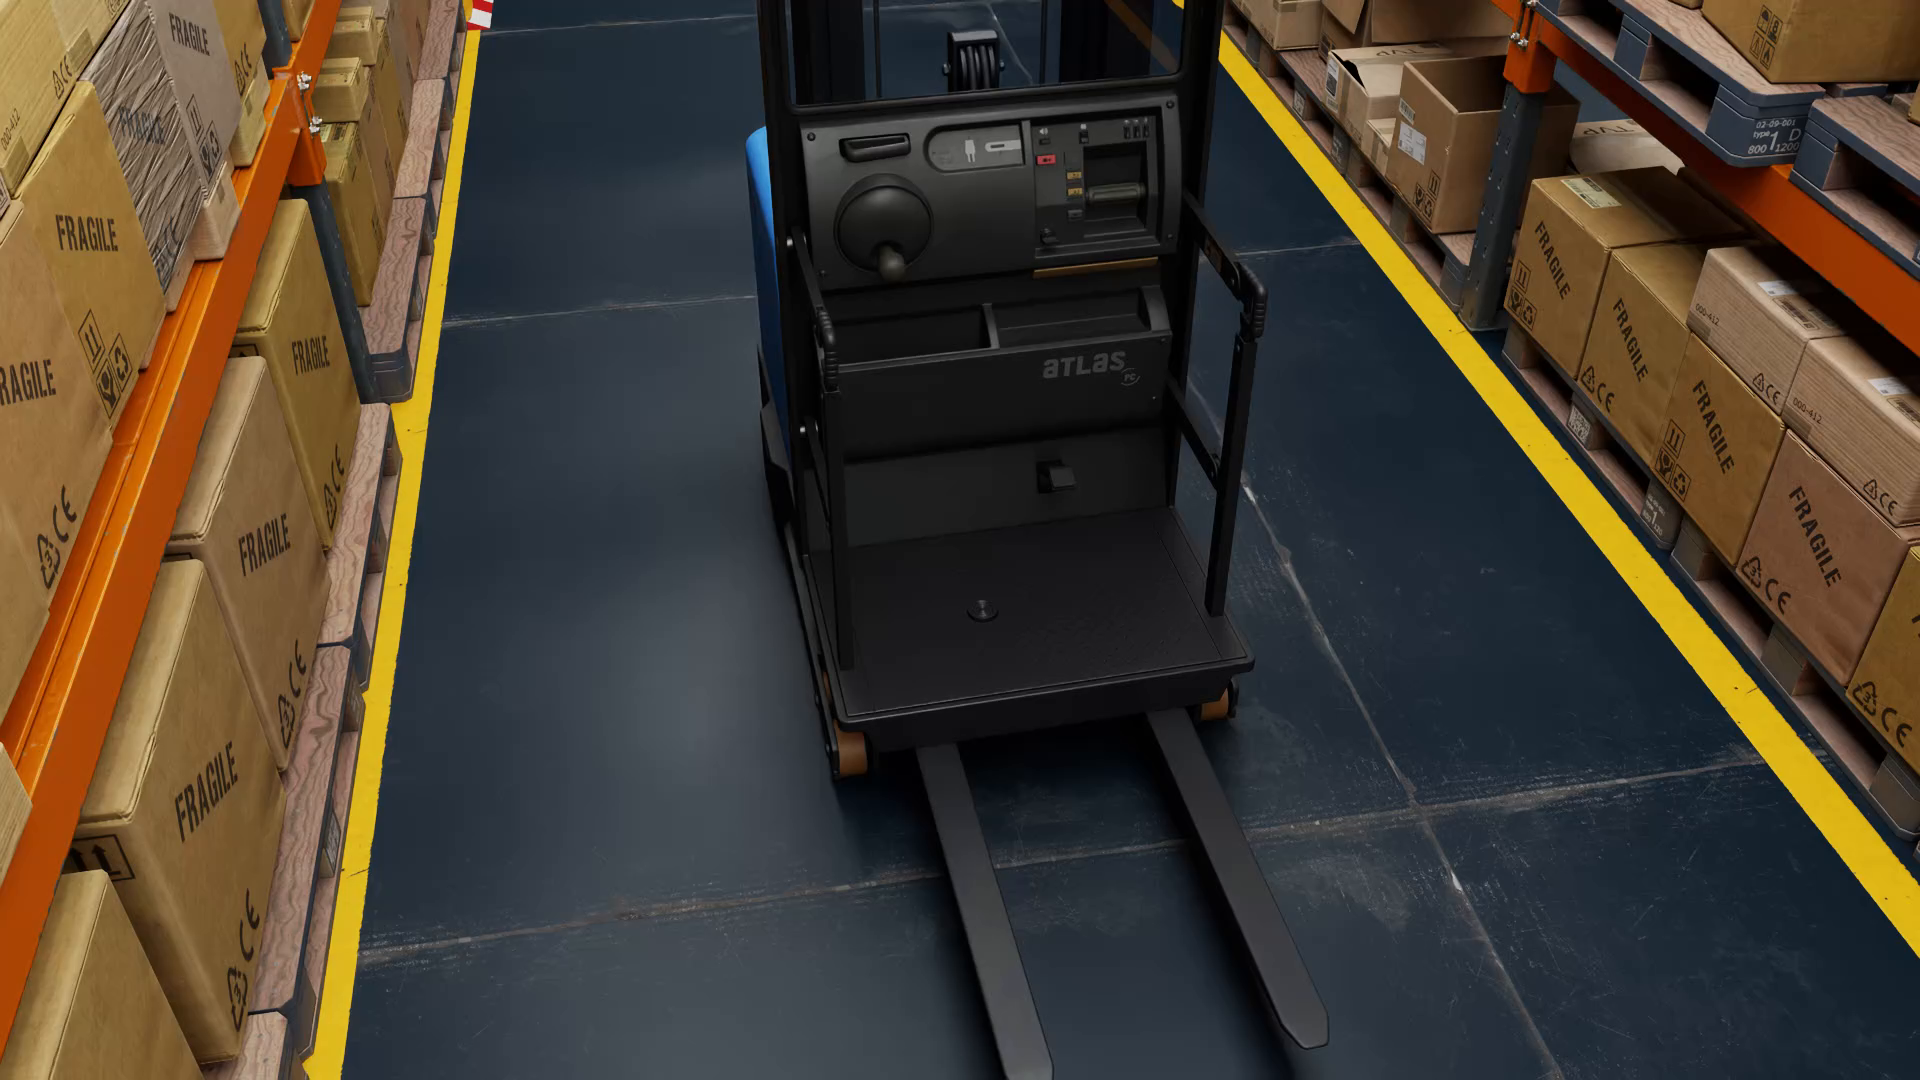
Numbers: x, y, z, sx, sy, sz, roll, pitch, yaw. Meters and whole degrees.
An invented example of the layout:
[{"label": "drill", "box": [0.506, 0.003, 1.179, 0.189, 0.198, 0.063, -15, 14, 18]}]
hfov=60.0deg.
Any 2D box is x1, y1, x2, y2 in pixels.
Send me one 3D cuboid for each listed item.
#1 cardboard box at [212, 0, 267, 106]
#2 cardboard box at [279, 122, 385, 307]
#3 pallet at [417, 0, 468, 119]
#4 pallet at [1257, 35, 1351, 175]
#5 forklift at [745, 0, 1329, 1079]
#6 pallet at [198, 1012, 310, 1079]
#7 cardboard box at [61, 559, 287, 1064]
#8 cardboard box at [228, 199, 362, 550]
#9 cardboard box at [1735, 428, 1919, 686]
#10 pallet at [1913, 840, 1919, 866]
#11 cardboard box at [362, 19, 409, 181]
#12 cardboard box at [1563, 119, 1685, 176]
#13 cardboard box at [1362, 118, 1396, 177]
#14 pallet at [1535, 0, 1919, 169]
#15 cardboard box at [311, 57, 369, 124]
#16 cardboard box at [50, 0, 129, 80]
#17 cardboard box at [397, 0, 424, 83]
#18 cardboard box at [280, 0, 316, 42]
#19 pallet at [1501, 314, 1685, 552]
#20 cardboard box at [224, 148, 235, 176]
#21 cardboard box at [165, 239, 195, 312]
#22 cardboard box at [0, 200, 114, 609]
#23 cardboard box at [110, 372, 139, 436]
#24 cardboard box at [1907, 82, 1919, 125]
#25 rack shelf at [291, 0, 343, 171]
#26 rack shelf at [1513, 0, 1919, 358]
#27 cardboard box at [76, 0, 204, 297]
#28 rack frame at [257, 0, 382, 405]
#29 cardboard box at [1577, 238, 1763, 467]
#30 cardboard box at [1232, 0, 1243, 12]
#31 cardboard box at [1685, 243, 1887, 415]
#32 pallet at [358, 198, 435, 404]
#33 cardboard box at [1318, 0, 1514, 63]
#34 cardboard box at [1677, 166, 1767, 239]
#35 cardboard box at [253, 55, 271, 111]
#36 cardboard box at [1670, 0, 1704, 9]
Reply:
[{"label": "cardboard box", "box": [-2.149, -1.427, 4.301, 0.500, 0.500, 0.500, -7, 38, -9]}, {"label": "cardboard box", "box": [-2.508, -1.155, 5.987, 0.700, 0.500, 0.500, -6, 38, -7]}, {"label": "pallet", "box": [-2.962, -2.354, 8.108, 1.003, 0.211, 1.213, -6, 38, -8]}, {"label": "pallet", "box": [2.062, -2.101, 7.782, 1.003, 0.211, 1.213, -6, 38, -8]}, {"label": "forklift", "box": [0.134, -0.780, 3.865, 1.130, 2.935, 3.031, -8, 38, -10]}, {"label": "pallet", "box": [-1.841, 1.519, 3.123, 1.003, 0.211, 1.213, -6, 38, -8]}, {"label": "cardboard box", "box": [-1.924, 0.597, 3.446, 0.750, 0.750, 0.750, -6, 38, -8]}, {"label": "cardboard box", "box": [-2.236, -0.452, 4.797, 0.750, 0.750, 0.750, -6, 38, -7]}, {"label": "cardboard box", "box": [2.516, 0.012, 4.468, 0.500, 0.500, 0.500, -8, 38, -10]}, {"label": "pallet", "box": [3.006, 1.013, 3.774, 1.003, 0.211, 1.213, -6, 38, -8]}, {"label": "cardboard box", "box": [-2.681, -1.769, 6.778, 0.700, 0.500, 0.500, -5, 38, -7]}, {"label": "cardboard box", "box": [2.538, -1.438, 6.488, 0.500, 0.311, 0.500, -6, 38, -8]}, {"label": "cardboard box", "box": [1.895, -1.630, 6.869, 0.380, 0.149, 0.250, -6, 38, -8]}, {"label": "pallet", "box": [2.431, -1.479, 4.865, 1.003, 0.211, 1.213, -6, 38, -8]}, {"label": "cardboard box", "box": [-2.388, -1.638, 6.080, 0.380, 0.149, 0.250, -5, 38, -6]}, {"label": "cardboard box", "box": [-1.974, -1.102, 3.272, 0.500, 0.250, 0.500, -6, 38, -7]}, {"label": "cardboard box", "box": [-2.870, -2.394, 7.582, 0.700, 0.500, 0.500, -6, 38, -8]}, {"label": "cardboard box", "box": [-2.557, -1.962, 5.086, 0.980, 0.700, 0.700, -6, 38, -7]}, {"label": "pallet", "box": [2.578, -0.460, 5.671, 1.003, 0.211, 1.213, -6, 38, -8]}, {"label": "cardboard box", "box": [-2.071, -0.938, 4.200, 0.380, 0.149, 0.250, -5, 38, -7]}, {"label": "cardboard box", "box": [-1.990, -0.630, 3.804, 0.380, 0.149, 0.250, -6, 38, -8]}, {"label": "cardboard box", "box": [-1.778, -0.201, 2.723, 0.500, 0.500, 0.500, -6, 38, -8]}, {"label": "cardboard box", "box": [-1.925, -0.315, 3.399, 0.380, 0.149, 0.250, -5, 38, -7]}, {"label": "cardboard box", "box": [2.769, -1.194, 3.918, 0.700, 0.500, 0.500, -16, 41, -19]}, {"label": "rack shelf", "box": [-2.828, -2.438, 6.529, 1.077, 0.370, 4.000, -6, 38, -8]}, {"label": "rack shelf", "box": [2.749, -0.557, 4.108, 1.077, 0.370, 4.000, -6, 38, -8]}, {"label": "cardboard box", "box": [-1.970, -0.816, 3.515, 0.500, 0.500, 0.500, -6, 38, -8]}, {"label": "rack frame", "box": [-2.478, -1.514, 4.754, 1.000, 3.000, 0.127, -6, 38, -8]}, {"label": "cardboard box", "box": [2.348, -0.596, 5.251, 0.500, 0.500, 0.500, -6, 38, -7]}, {"label": "cardboard box", "box": [1.601, -2.892, 8.410, 0.500, 0.250, 0.500, -6, 38, -8]}, {"label": "cardboard box", "box": [2.419, -0.609, 4.657, 0.500, 0.250, 0.500, -6, 38, -8]}, {"label": "pallet", "box": [-2.534, -0.880, 6.211, 1.003, 0.211, 1.213, -6, 38, -8]}, {"label": "cardboard box", "box": [2.064, -2.371, 7.533, 0.797, 0.503, 0.637, -6, 38, -8]}, {"label": "cardboard box", "box": [2.767, -0.968, 5.730, 0.500, 0.500, 0.500, -6, 38, -8]}, {"label": "cardboard box", "box": [-2.140, -1.249, 4.601, 0.380, 0.149, 0.250, -6, 38, -8]}, {"label": "cardboard box", "box": [2.261, -1.944, 4.883, 0.700, 0.500, 0.500, -19, 42, -23]}]
